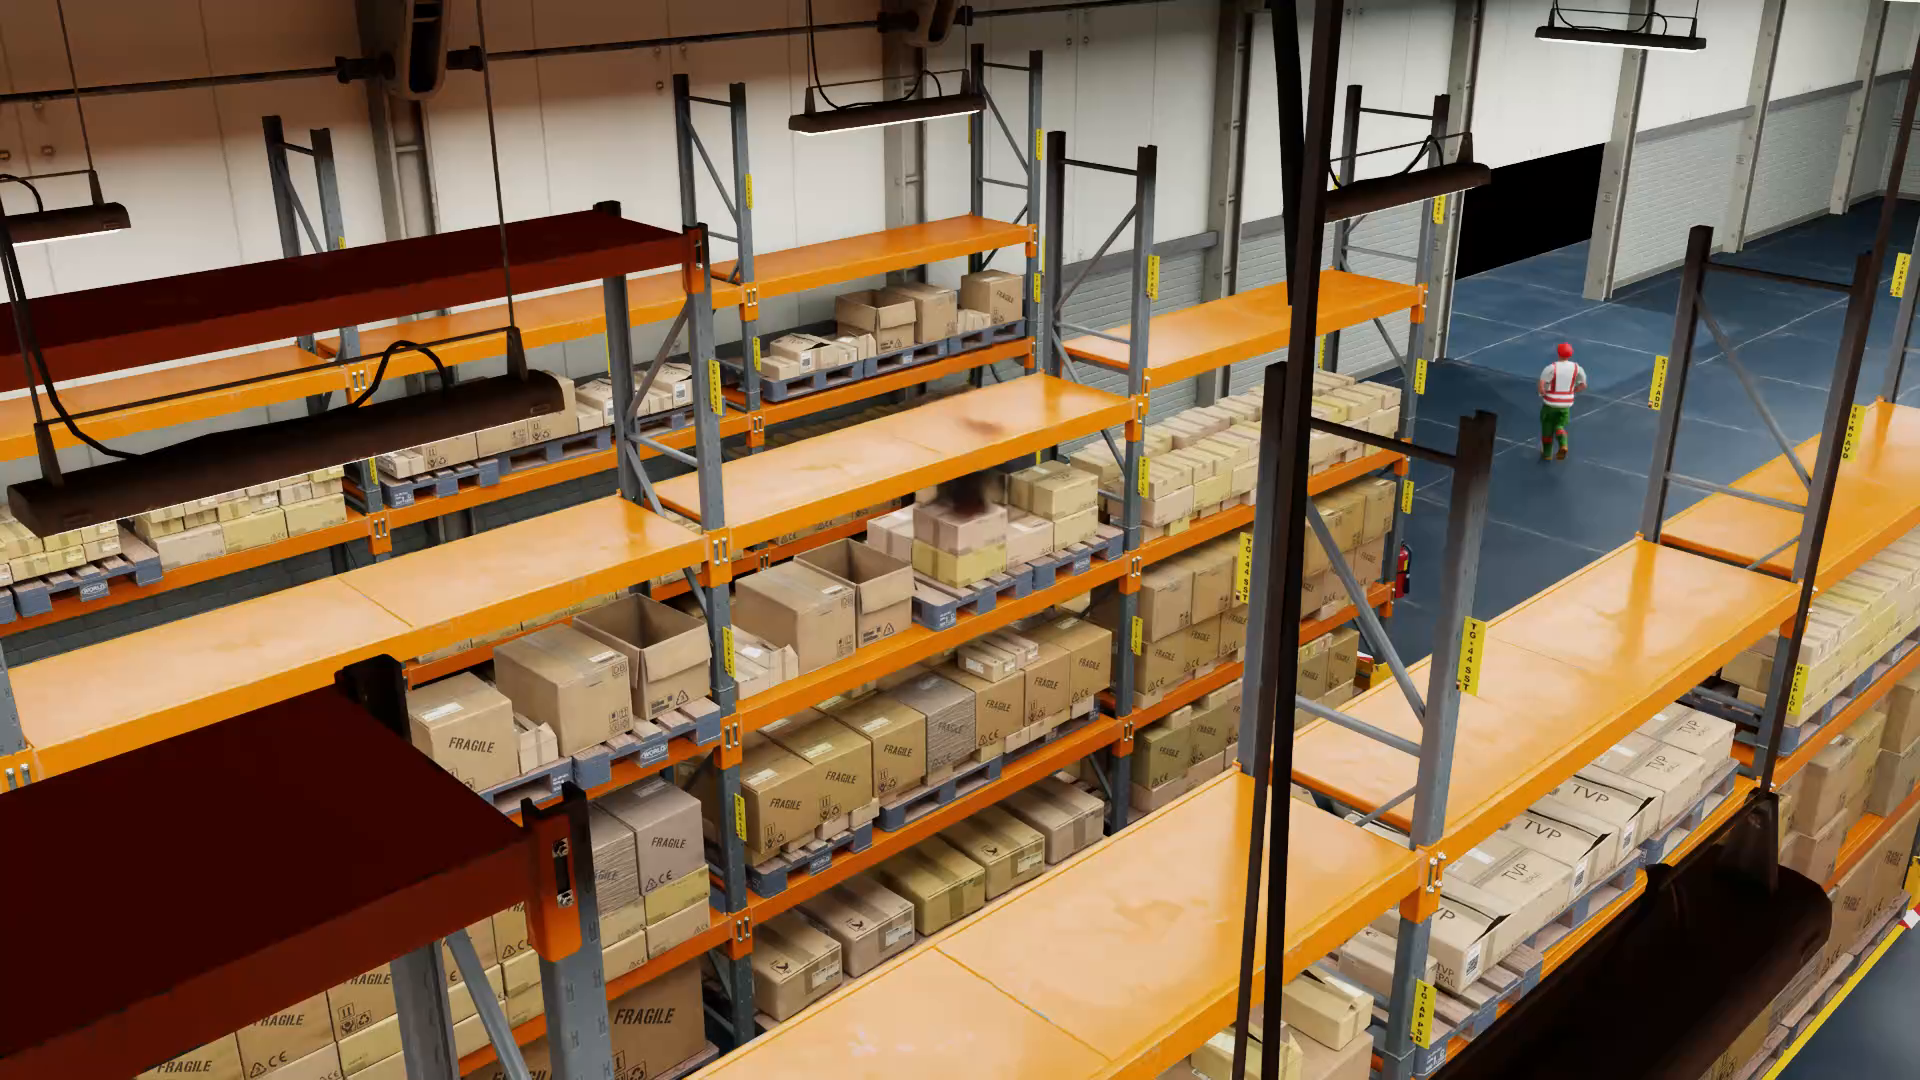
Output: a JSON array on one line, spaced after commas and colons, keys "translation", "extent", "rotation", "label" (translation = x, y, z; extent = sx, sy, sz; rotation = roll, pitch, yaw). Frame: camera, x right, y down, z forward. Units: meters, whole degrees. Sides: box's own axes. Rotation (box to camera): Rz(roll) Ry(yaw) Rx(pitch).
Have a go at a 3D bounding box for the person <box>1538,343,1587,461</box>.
[{"translation": [8.315, -1.894, 23.130], "extent": [0.674, 1.757, 0.806], "rotation": [1, 22, 3], "label": "person"}]
